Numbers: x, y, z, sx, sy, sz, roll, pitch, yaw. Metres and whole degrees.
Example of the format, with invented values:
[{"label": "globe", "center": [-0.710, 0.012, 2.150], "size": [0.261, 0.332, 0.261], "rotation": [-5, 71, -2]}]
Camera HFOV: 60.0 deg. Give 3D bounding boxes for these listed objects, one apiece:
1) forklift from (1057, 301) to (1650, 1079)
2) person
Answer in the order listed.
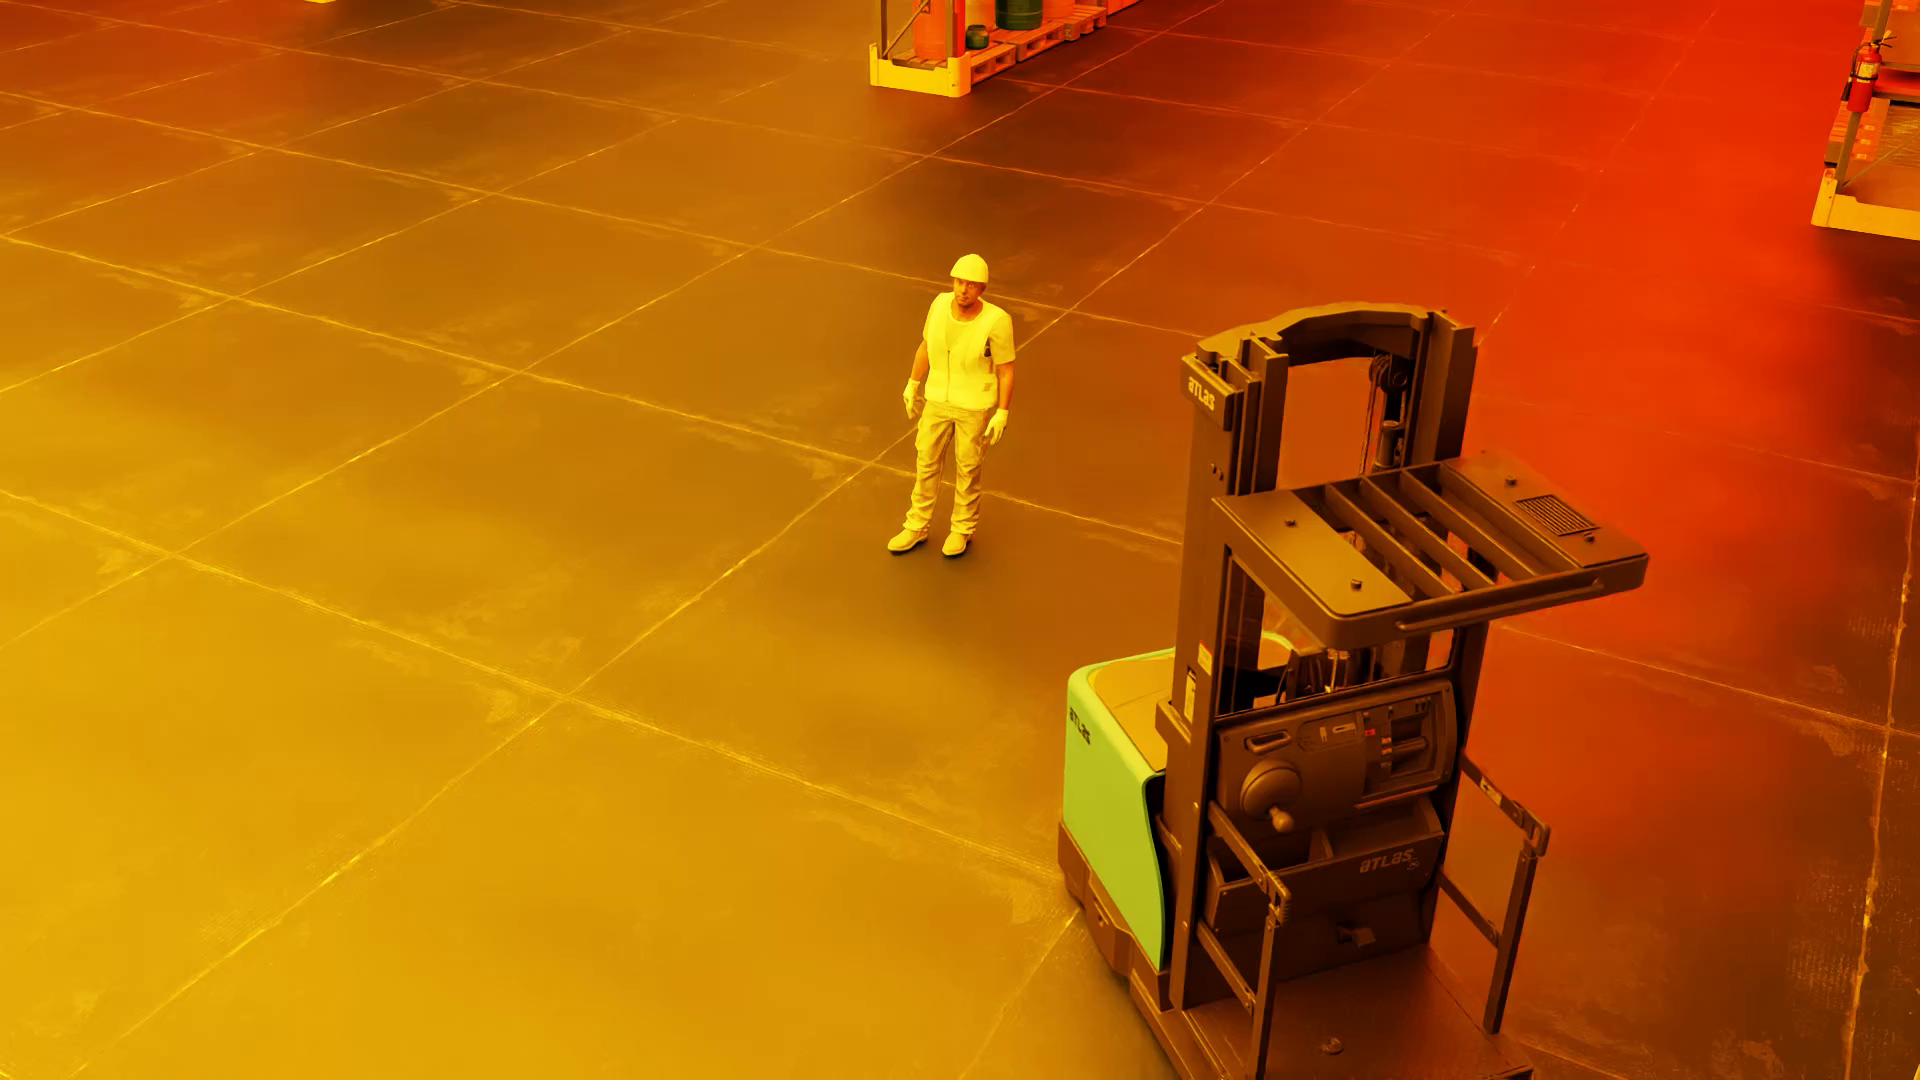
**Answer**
[{"label": "forklift", "center": [1.407, 0.809, 5.670], "size": [1.130, 2.935, 3.031], "rotation": [-10, 32, -17]}, {"label": "person", "center": [-0.043, -0.749, 9.502], "size": [0.657, 1.785, 0.575], "rotation": [15, 33, 25]}]
